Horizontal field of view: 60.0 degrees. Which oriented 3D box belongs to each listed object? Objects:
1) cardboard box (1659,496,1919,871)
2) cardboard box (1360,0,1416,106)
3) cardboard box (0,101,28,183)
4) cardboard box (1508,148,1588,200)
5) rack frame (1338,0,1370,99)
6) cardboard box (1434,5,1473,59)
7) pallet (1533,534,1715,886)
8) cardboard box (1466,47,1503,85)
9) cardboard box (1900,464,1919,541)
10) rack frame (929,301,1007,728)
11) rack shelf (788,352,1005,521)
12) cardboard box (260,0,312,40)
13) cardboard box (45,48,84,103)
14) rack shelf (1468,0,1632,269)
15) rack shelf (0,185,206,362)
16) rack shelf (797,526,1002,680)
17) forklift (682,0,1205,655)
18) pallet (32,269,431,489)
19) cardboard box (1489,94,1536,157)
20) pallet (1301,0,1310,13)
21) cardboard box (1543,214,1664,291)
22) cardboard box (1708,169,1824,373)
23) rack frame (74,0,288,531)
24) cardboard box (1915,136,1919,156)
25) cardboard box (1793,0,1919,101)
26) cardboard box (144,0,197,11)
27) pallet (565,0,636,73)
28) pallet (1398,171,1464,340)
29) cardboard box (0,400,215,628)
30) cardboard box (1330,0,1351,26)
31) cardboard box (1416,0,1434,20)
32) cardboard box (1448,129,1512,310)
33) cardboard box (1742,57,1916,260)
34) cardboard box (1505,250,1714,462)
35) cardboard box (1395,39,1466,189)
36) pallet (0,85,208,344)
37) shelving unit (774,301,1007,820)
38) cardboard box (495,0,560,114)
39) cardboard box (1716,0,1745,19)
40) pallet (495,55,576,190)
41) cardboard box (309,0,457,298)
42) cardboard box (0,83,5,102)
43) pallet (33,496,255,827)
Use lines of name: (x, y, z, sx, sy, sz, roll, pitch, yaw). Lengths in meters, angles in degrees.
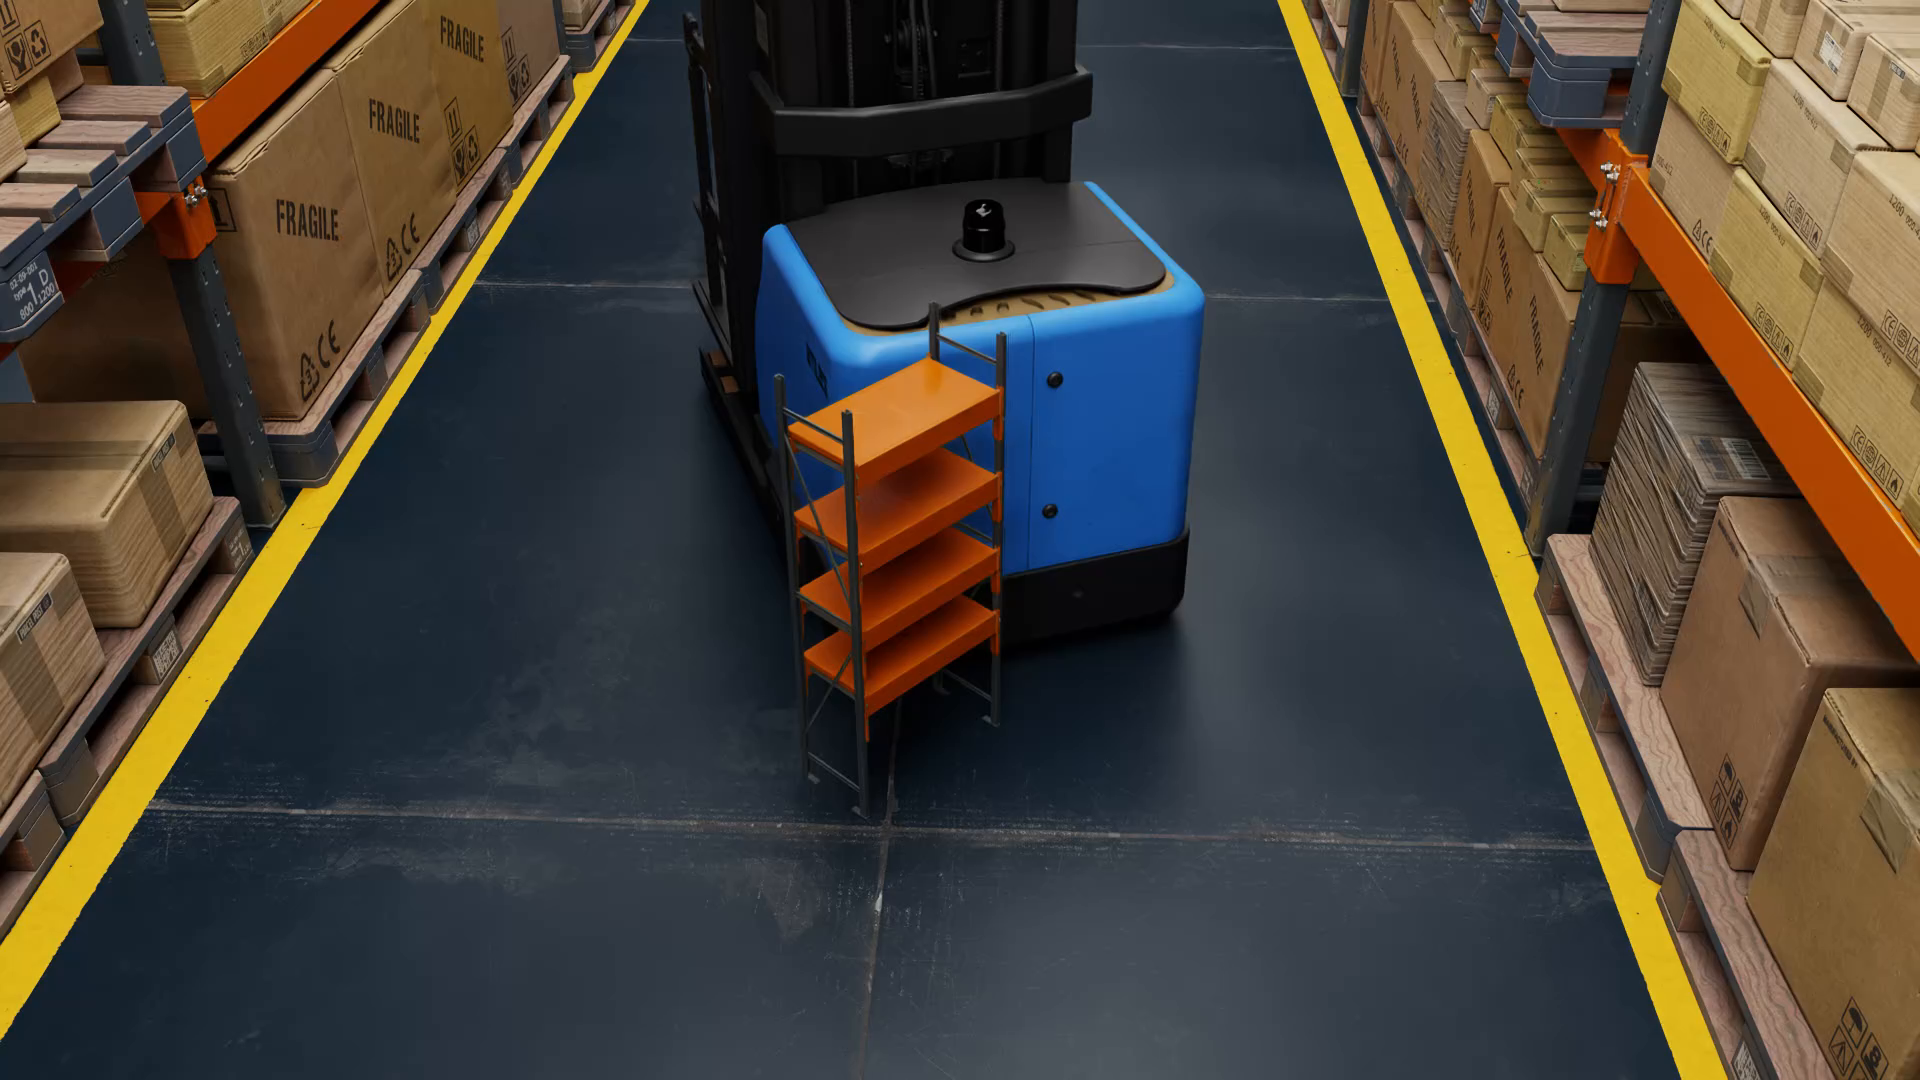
cardboard box: (2.221, 0.343, 3.853, 0.875, 0.625, 0.625, 2, 35, 3)
cardboard box: (2.195, -2.365, 7.815, 0.500, 0.500, 0.500, 3, 35, 4)
cardboard box: (-2.363, -0.876, 3.741, 0.380, 0.149, 0.250, 1, 35, 1)
cardboard box: (2.080, -1.202, 5.596, 0.380, 0.149, 0.250, 0, 35, 0)
rack frame: (2.439, -3.488, 7.605, 1.000, 3.000, 0.127, 1, 35, 2)
cardboard box: (2.181, -2.094, 6.865, 0.380, 0.149, 0.250, 1, 35, 2)
pallet: (2.206, 0.423, 4.465, 1.003, 0.211, 1.213, 1, 35, 2)
cardboard box: (2.187, -1.795, 6.440, 0.380, 0.149, 0.250, 1, 35, 2)
cardboard box: (1.955, 0.004, 2.767, 0.500, 0.250, 0.500, 2, 35, 3)
rack frame: (0.017, -0.030, 4.249, 0.240, 1.200, 0.015, 29, 44, 35)
rack shelf: (-0.152, -0.250, 3.879, 0.258, 0.148, 0.480, 29, 44, 35)
cardboard box: (-2.407, -1.812, 5.350, 0.500, 0.250, 0.500, 0, 35, 1)
cardboard box: (-2.459, -1.178, 4.170, 0.380, 0.149, 0.250, 3, 35, 4)
rack shelf: (2.359, -2.045, 6.176, 1.077, 0.370, 4.000, 1, 35, 2)
rack shelf: (-2.762, 0.141, 3.067, 1.077, 0.370, 4.000, 1, 35, 2)
rack shelf: (-0.152, 0.126, 4.144, 0.258, 0.148, 0.480, 29, 44, 35)
forklift: (-0.295, -1.678, 5.088, 1.130, 2.935, 3.031, -11, 37, -15)
pallet: (-2.574, -0.613, 5.938, 1.003, 0.211, 1.213, 1, 35, 2)
cardboard box: (2.145, -1.496, 6.014, 0.380, 0.149, 0.250, 1, 35, 1)
pallet: (2.514, -3.445, 9.968, 1.003, 0.211, 1.213, 1, 35, 2)
cardboard box: (2.045, -0.894, 5.158, 0.380, 0.149, 0.250, 0, 35, 0)
cardboard box: (1.991, -0.591, 3.612, 0.500, 0.250, 0.500, 1, 35, 1)
rack frame: (-2.681, -1.303, 4.495, 1.000, 3.000, 0.127, 1, 35, 2)
cardboard box: (1.999, -0.723, 3.019, 0.380, 0.149, 0.250, 2, 35, 2)
cardboard box: (1.977, -1.018, 3.439, 0.380, 0.149, 0.250, 2, 35, 3)
cardboard box: (-2.414, -1.731, 4.800, 0.500, 0.250, 0.500, 1, 35, 2)
pallet: (-2.412, -2.895, 9.186, 1.003, 0.211, 1.213, 1, 35, 2)
pallet: (2.398, -1.176, 6.740, 1.003, 0.211, 1.213, 1, 35, 2)
cardboard box: (-2.714, -0.075, 4.668, 0.950, 0.372, 0.625, -1, 35, -1)
cardboard box: (2.168, -2.820, 8.769, 0.380, 0.149, 0.250, 0, 35, 0)
cardboard box: (2.226, -2.394, 7.292, 0.380, 0.149, 0.250, 0, 35, -1)
cardboard box: (2.130, -1.175, 6.122, 0.500, 0.500, 0.500, 3, 35, 4)
cardboard box: (1.995, -0.796, 3.470, 0.500, 0.250, 0.500, 2, 35, 3)
cardboard box: (2.081, -0.587, 5.285, 0.500, 0.500, 0.500, 2, 35, 3)
cardboard box: (2.159, -1.772, 6.971, 0.500, 0.500, 0.500, 0, 35, 0)
pallet: (-2.604, -0.812, 3.964, 1.213, 0.211, 1.003, 1, 35, 2)
shelving unit: (-0.152, 0.071, 4.105, 0.258, 1.200, 0.503, 29, 44, 35)
cardboard box: (-2.466, -2.545, 7.745, 0.875, 0.875, 0.875, 2, 35, 3)
cardboard box: (1.971, -1.320, 3.868, 0.380, 0.149, 0.250, 2, 35, 3)
pallet: (-2.476, -2.015, 7.933, 1.003, 0.211, 1.213, 1, 35, 2)
cardboard box: (-2.531, -1.512, 6.276, 0.875, 0.875, 0.875, 2, 35, 2)
cardboard box: (-2.432, -1.072, 3.456, 0.500, 0.500, 0.500, 1, 35, 1)
pallet: (-2.714, 0.287, 4.658, 1.003, 0.211, 1.213, 1, 35, 2)
